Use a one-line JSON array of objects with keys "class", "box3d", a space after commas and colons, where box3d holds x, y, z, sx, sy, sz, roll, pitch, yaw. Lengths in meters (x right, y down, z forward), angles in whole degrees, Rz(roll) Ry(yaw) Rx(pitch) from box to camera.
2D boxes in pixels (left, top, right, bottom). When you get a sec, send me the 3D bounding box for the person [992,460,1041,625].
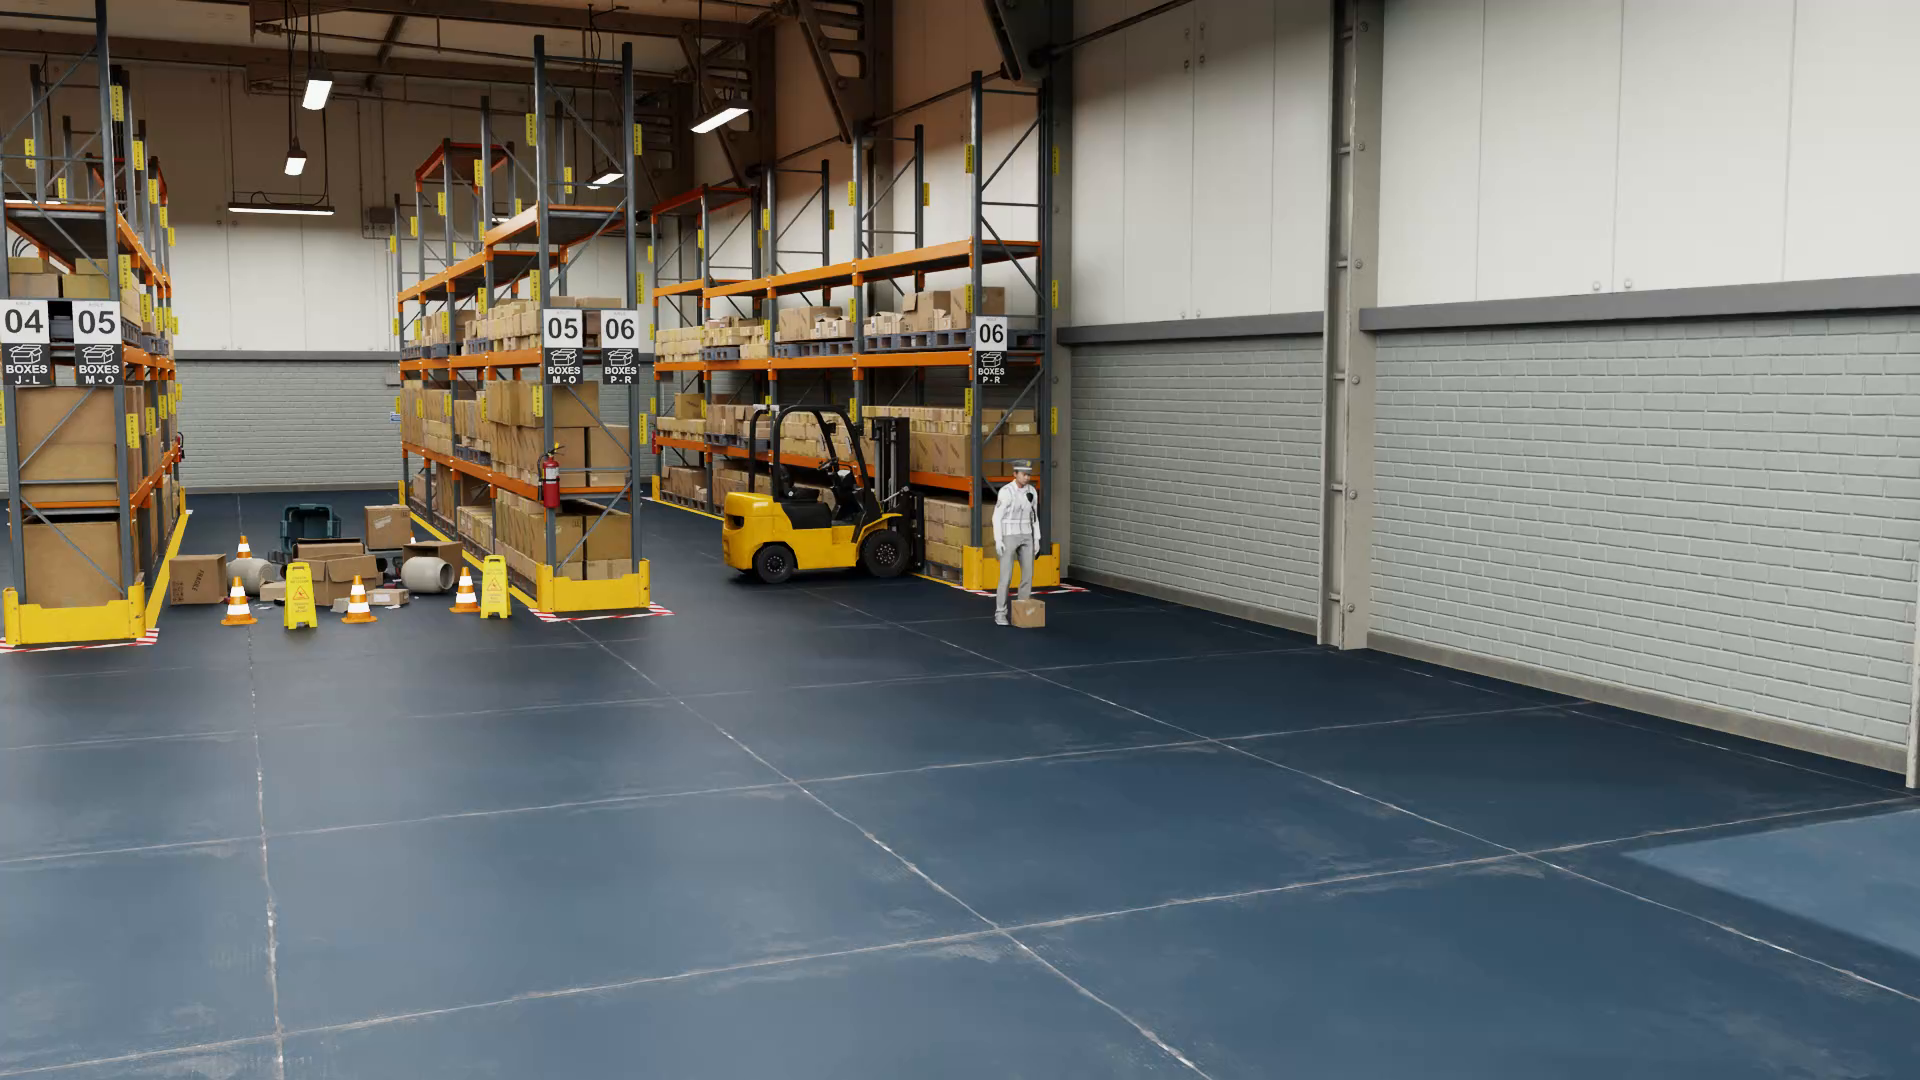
[{"class": "person", "box3d": [0.582, 0.014, 16.842, 0.535, 1.662, 0.373, -3, 6, -27]}]
